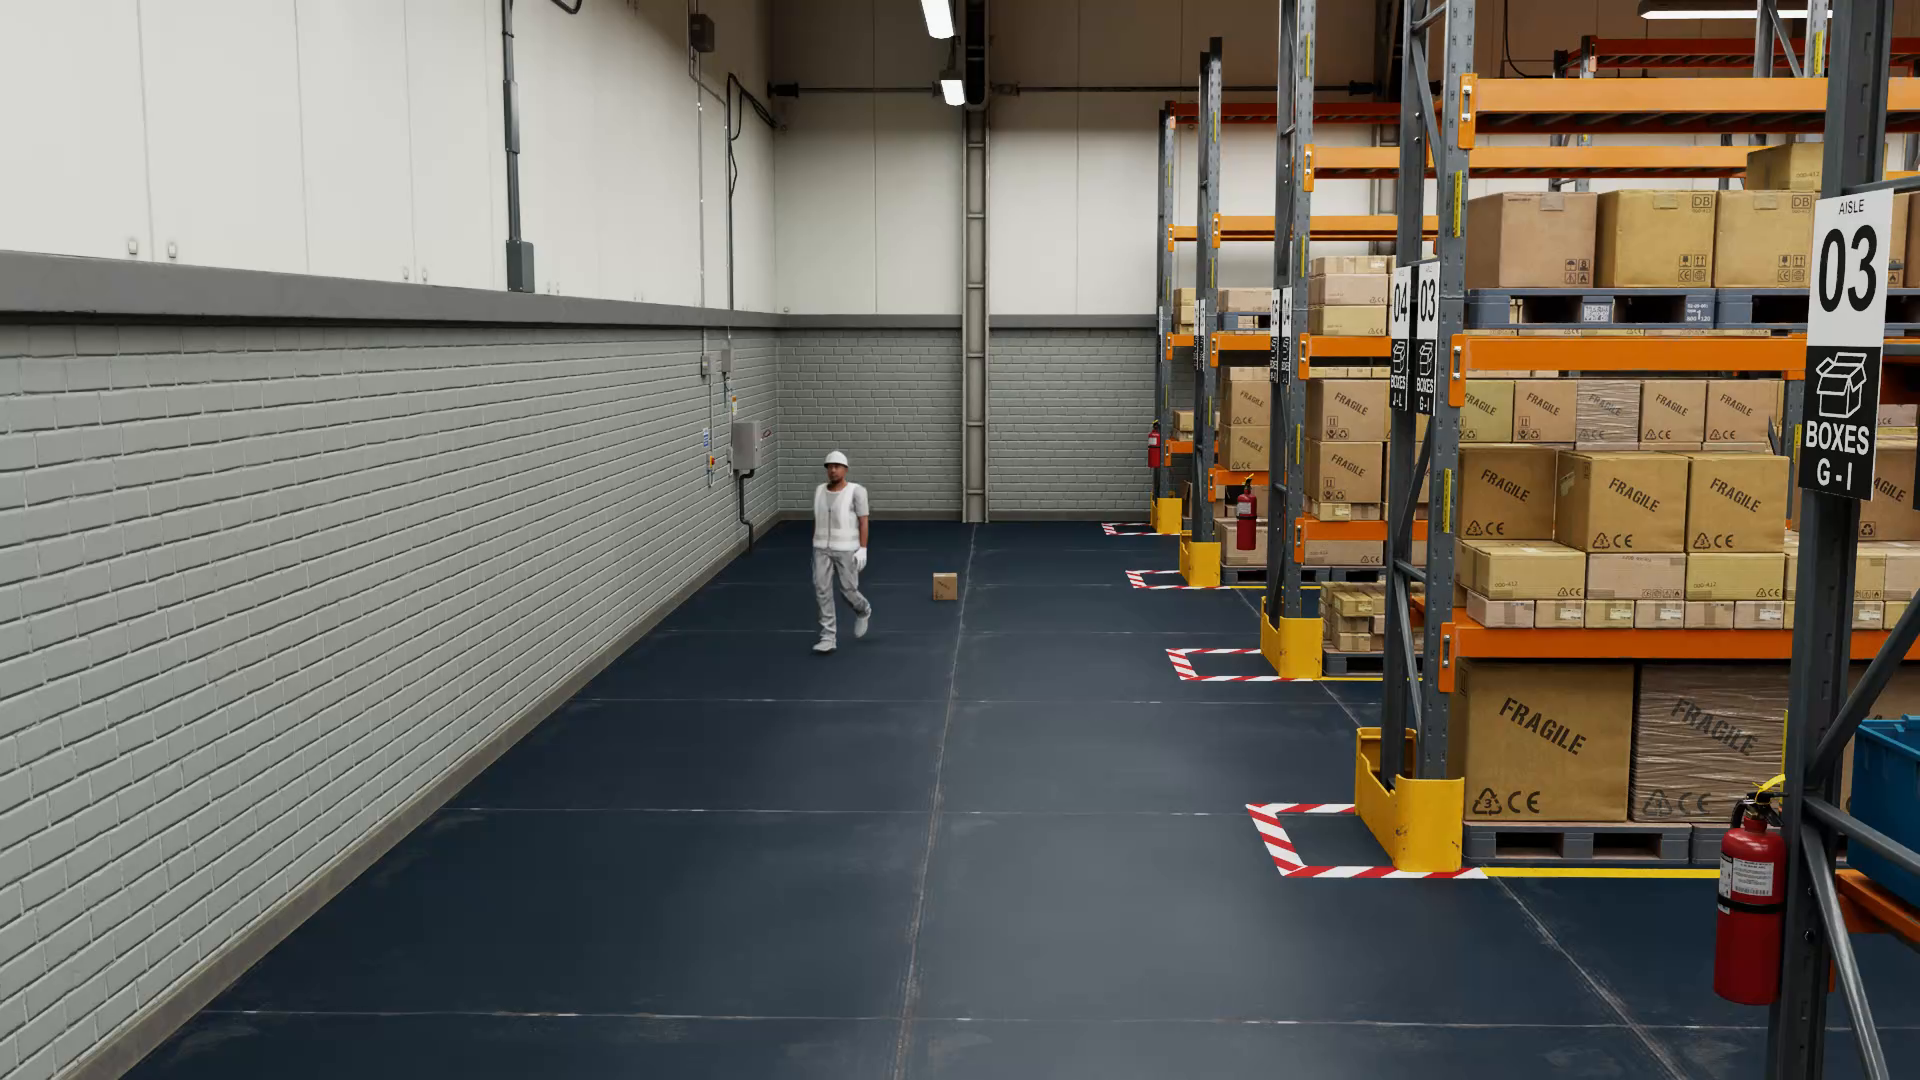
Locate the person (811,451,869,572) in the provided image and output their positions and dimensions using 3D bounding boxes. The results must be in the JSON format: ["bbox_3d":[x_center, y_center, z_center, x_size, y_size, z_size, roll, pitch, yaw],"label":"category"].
[{"bbox_3d":[-1.089,-0.246,14.794,0.556,1.086,0.346,3,8,21],"label":"person"}]
